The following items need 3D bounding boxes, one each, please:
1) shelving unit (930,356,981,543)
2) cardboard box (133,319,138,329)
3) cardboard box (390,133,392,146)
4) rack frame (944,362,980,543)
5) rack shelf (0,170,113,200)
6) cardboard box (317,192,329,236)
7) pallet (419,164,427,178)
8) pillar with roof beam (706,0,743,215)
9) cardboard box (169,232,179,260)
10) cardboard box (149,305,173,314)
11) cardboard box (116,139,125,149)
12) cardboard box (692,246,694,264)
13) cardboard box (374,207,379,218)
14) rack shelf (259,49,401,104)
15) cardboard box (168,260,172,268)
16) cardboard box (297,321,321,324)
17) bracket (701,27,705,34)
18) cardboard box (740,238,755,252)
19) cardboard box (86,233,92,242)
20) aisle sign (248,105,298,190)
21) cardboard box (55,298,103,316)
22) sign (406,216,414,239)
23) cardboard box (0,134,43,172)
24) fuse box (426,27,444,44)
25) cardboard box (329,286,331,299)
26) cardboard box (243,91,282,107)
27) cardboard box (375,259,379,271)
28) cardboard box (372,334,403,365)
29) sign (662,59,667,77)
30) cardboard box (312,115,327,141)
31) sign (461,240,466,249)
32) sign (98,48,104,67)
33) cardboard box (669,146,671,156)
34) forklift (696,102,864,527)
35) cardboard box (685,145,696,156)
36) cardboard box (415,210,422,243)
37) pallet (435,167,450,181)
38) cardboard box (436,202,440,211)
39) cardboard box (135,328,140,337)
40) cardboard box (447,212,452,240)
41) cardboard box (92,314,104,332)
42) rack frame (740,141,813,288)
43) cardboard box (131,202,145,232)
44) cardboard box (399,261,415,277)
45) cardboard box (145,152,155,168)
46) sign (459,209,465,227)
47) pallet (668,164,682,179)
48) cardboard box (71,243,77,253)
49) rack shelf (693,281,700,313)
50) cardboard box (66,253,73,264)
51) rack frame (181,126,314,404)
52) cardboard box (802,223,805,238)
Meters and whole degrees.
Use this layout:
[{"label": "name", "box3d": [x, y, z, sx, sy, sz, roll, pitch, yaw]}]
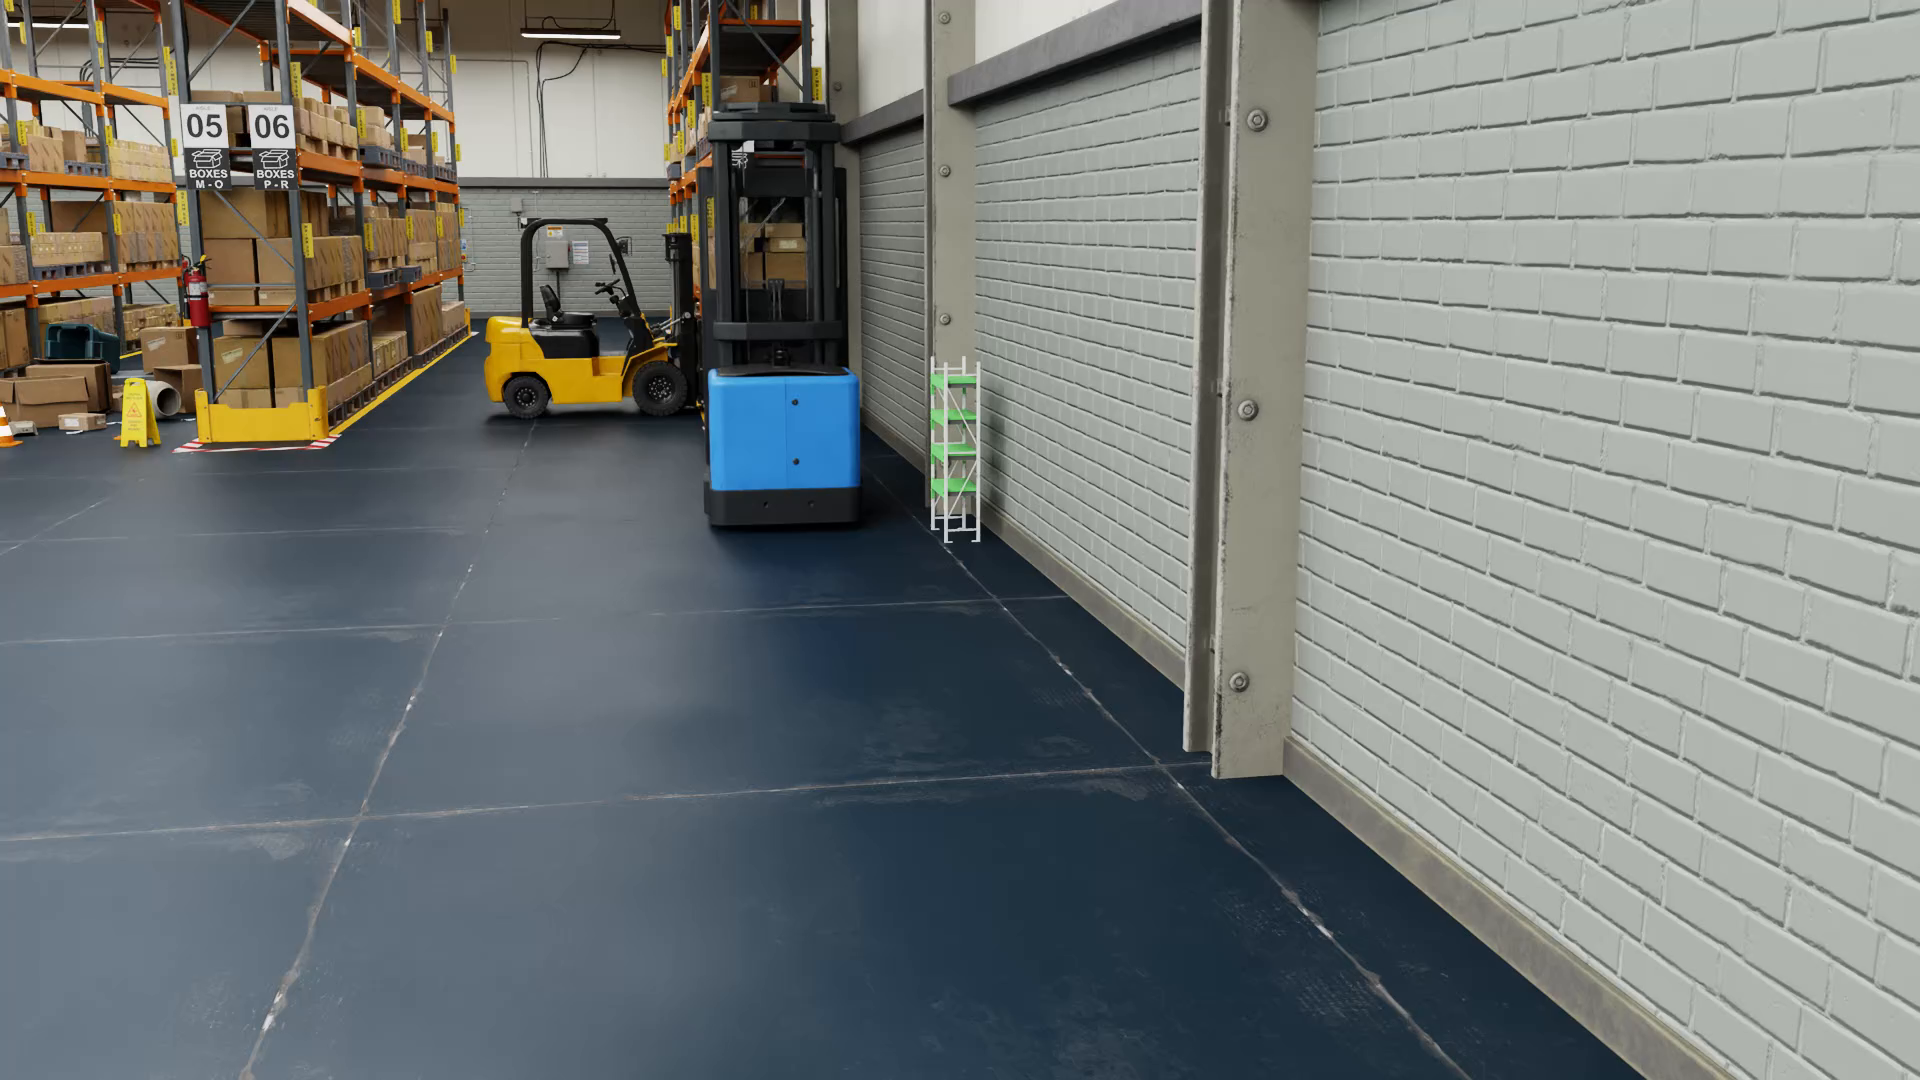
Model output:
[{"label": "shelving unit", "box3d": [-0.032, -0.620, 11.244, 0.258, 1.200, 0.503, -2, 11, -11]}, {"label": "cardboard box", "box3d": [-14.053, -3.626, 27.933, 0.380, 0.149, 0.250, -3, 11, -14]}, {"label": "cardboard box", "box3d": [-9.304, -6.216, 26.417, 0.500, 0.500, 0.500, -2, 11, -12]}, {"label": "rack frame", "box3d": [0.015, -0.575, 11.009, 0.240, 1.200, 0.015, -2, 11, -11]}, {"label": "rack shelf", "box3d": [-13.638, -5.214, 24.467, 1.077, 0.370, 4.000, -2, 11, -11]}, {"label": "cardboard box", "box3d": [-7.762, -3.789, 19.346, 0.700, 0.500, 0.500, -2, 11, -12]}, {"label": "pallet", "box3d": [-8.964, -5.872, 26.514, 0.805, 0.209, 1.217, -3, 11, -13]}, {"label": "pillar with roof beam", "box3d": [-8.964, -8.891, 33.844, 9.100, 9.000, 0.548, -2, 11, -11]}, {"label": "cardboard box", "box3d": [-14.465, -5.316, 30.041, 0.500, 0.500, 0.500, -2, 11, -10]}, {"label": "cardboard box", "box3d": [-14.285, -4.113, 29.694, 0.380, 0.149, 0.250, -2, 11, -12]}, {"label": "cardboard box", "box3d": [-13.976, -6.508, 27.343, 0.380, 0.149, 0.250, -2, 11, -13]}, {"label": "cardboard box", "box3d": [-3.518, -3.999, 23.251, 0.500, 0.250, 0.500, -2, 11, -12]}, {"label": "cardboard box", "box3d": [-7.692, -4.206, 21.353, 0.380, 0.149, 0.250, -1, 11, -8]}, {"label": "rack shelf", "box3d": [-8.024, -5.956, 21.413, 1.077, 0.370, 4.000, -2, 11, -11]}, {"label": "cardboard box", "box3d": [-14.452, -4.974, 29.979, 0.380, 0.149, 0.250, -2, 11, -11]}, {"label": "cardboard box", "box3d": [-7.785, -2.297, 19.470, 0.500, 0.500, 0.500, -2, 11, -8]}, {"label": "bracket", "box3d": [-5.631, -11.314, 36.946, 0.235, 0.232, 0.430, -2, 11, -11]}, {"label": "cardboard box", "box3d": [-2.331, -3.060, 17.250, 0.380, 0.149, 0.250, -2, 11, -10]}, {"label": "cardboard box", "box3d": [-13.656, -4.672, 25.679, 0.380, 0.149, 0.250, -2, 11, -13]}, {"label": "aisle sign", "box3d": [-6.541, -3.735, 15.844, 0.394, 0.787, 0.004, -2, 11, -11]}, {"label": "cardboard box", "box3d": [-13.547, -3.585, 25.565, 0.500, 0.250, 0.500, -2, 11, -8]}, {"label": "sign", "box3d": [-7.882, -4.476, 23.808, 0.100, 0.325, 0.005, -2, 11, -11]}, {"label": "cardboard box", "box3d": [-13.099, -5.364, 23.065, 0.500, 0.500, 0.500, -2, 11, -11]}, {"label": "fuse box", "box3d": [-11.331, -10.930, 36.000, 0.513, 0.334, 0.176, -2, 11, -11]}, {"label": "cardboard box", "box3d": [-6.842, -2.596, 17.486, 0.380, 0.149, 0.250, -2, 11, -10]}, {"label": "cardboard box", "box3d": [-6.726, -4.272, 16.138, 0.380, 0.149, 0.250, -2, 11, -11]}, {"label": "cardboard box", "box3d": [-7.472, -3.433, 20.762, 0.380, 0.149, 0.250, -2, 11, -10]}, {"label": "cardboard box", "box3d": [-8.161, -2.602, 22.747, 0.950, 0.372, 0.625, -2, 11, -12]}, {"label": "sign", "box3d": [-5.633, -8.999, 31.698, 0.100, 0.325, 0.005, -2, 11, -11]}, {"label": "cardboard box", "box3d": [-6.906, -4.292, 17.309, 0.500, 0.250, 0.500, -2, 11, -9]}, {"label": "sign", "box3d": [-11.148, -6.568, 36.959, 0.327, 0.218, 0.001, -2, 11, -11]}, {"label": "sign", "box3d": [-15.337, -8.619, 29.703, 0.100, 0.325, 0.005, -2, 11, -11]}, {"label": "cardboard box", "box3d": [-4.695, -6.521, 27.898, 0.380, 0.149, 0.250, -2, 11, -9]}, {"label": "forklift", "box3d": [-1.415, -1.759, 12.598, 1.130, 2.935, 3.031, -2, 11, -9]}, {"label": "cardboard box", "box3d": [-3.775, -5.646, 24.047, 0.380, 0.166, 0.250, -2, 11, -11]}, {"label": "cardboard box", "box3d": [-8.460, -4.751, 25.193, 0.500, 0.500, 0.500, -2, 11, -9]}, {"label": "pallet", "box3d": [-9.573, -6.462, 29.342, 1.003, 0.211, 1.213, -2, 11, -11]}, {"label": "cardboard box", "box3d": [-9.142, -5.725, 28.575, 0.380, 0.149, 0.250, -2, 11, -11]}, {"label": "cardboard box", "box3d": [-14.032, -3.482, 27.968, 0.380, 0.149, 0.250, -2, 11, -12]}, {"label": "cardboard box", "box3d": [-9.322, -5.575, 29.523, 0.500, 0.500, 0.500, -2, 11, -11]}, {"label": "cardboard box", "box3d": [-13.536, -3.218, 25.643, 0.500, 0.500, 0.500, -2, 11, -12]}, {"label": "rack frame", "box3d": [-1.989, -2.639, 17.040, 1.000, 3.000, 0.127, -2, 11, -11]}, {"label": "cardboard box", "box3d": [-14.059, -5.426, 27.947, 0.500, 0.500, 0.500, -2, 11, -10]}, {"label": "cardboard box", "box3d": [-8.261, -3.950, 24.330, 0.500, 0.250, 0.500, -2, 11, -12]}, {"label": "cardboard box", "box3d": [-14.268, -6.576, 28.767, 0.500, 0.250, 0.500, -2, 11, -10]}, {"label": "sign", "box3d": [-9.434, -6.095, 31.465, 0.100, 0.325, 0.005, -2, 11, -11]}, {"label": "pallet", "box3d": [-4.060, -5.909, 26.699, 1.213, 0.211, 1.003, -2, 11, -11]}, {"label": "cardboard box", "box3d": [-13.496, -4.382, 24.949, 0.380, 0.149, 0.250, -2, 11, -11]}, {"label": "rack shelf", "box3d": [-3.156, -3.386, 22.889, 1.077, 0.370, 4.000, -2, 11, -11]}, {"label": "cardboard box", "box3d": [-13.447, -4.190, 24.736, 0.380, 0.149, 0.250, -2, 11, -13]}, {"label": "rack frame", "box3d": [-6.857, -2.458, 16.088, 1.000, 3.000, 0.127, -2, 11, -11]}, {"label": "cardboard box", "box3d": [-1.835, -3.273, 17.574, 0.380, 0.149, 0.250, -2, 11, -9]}]
